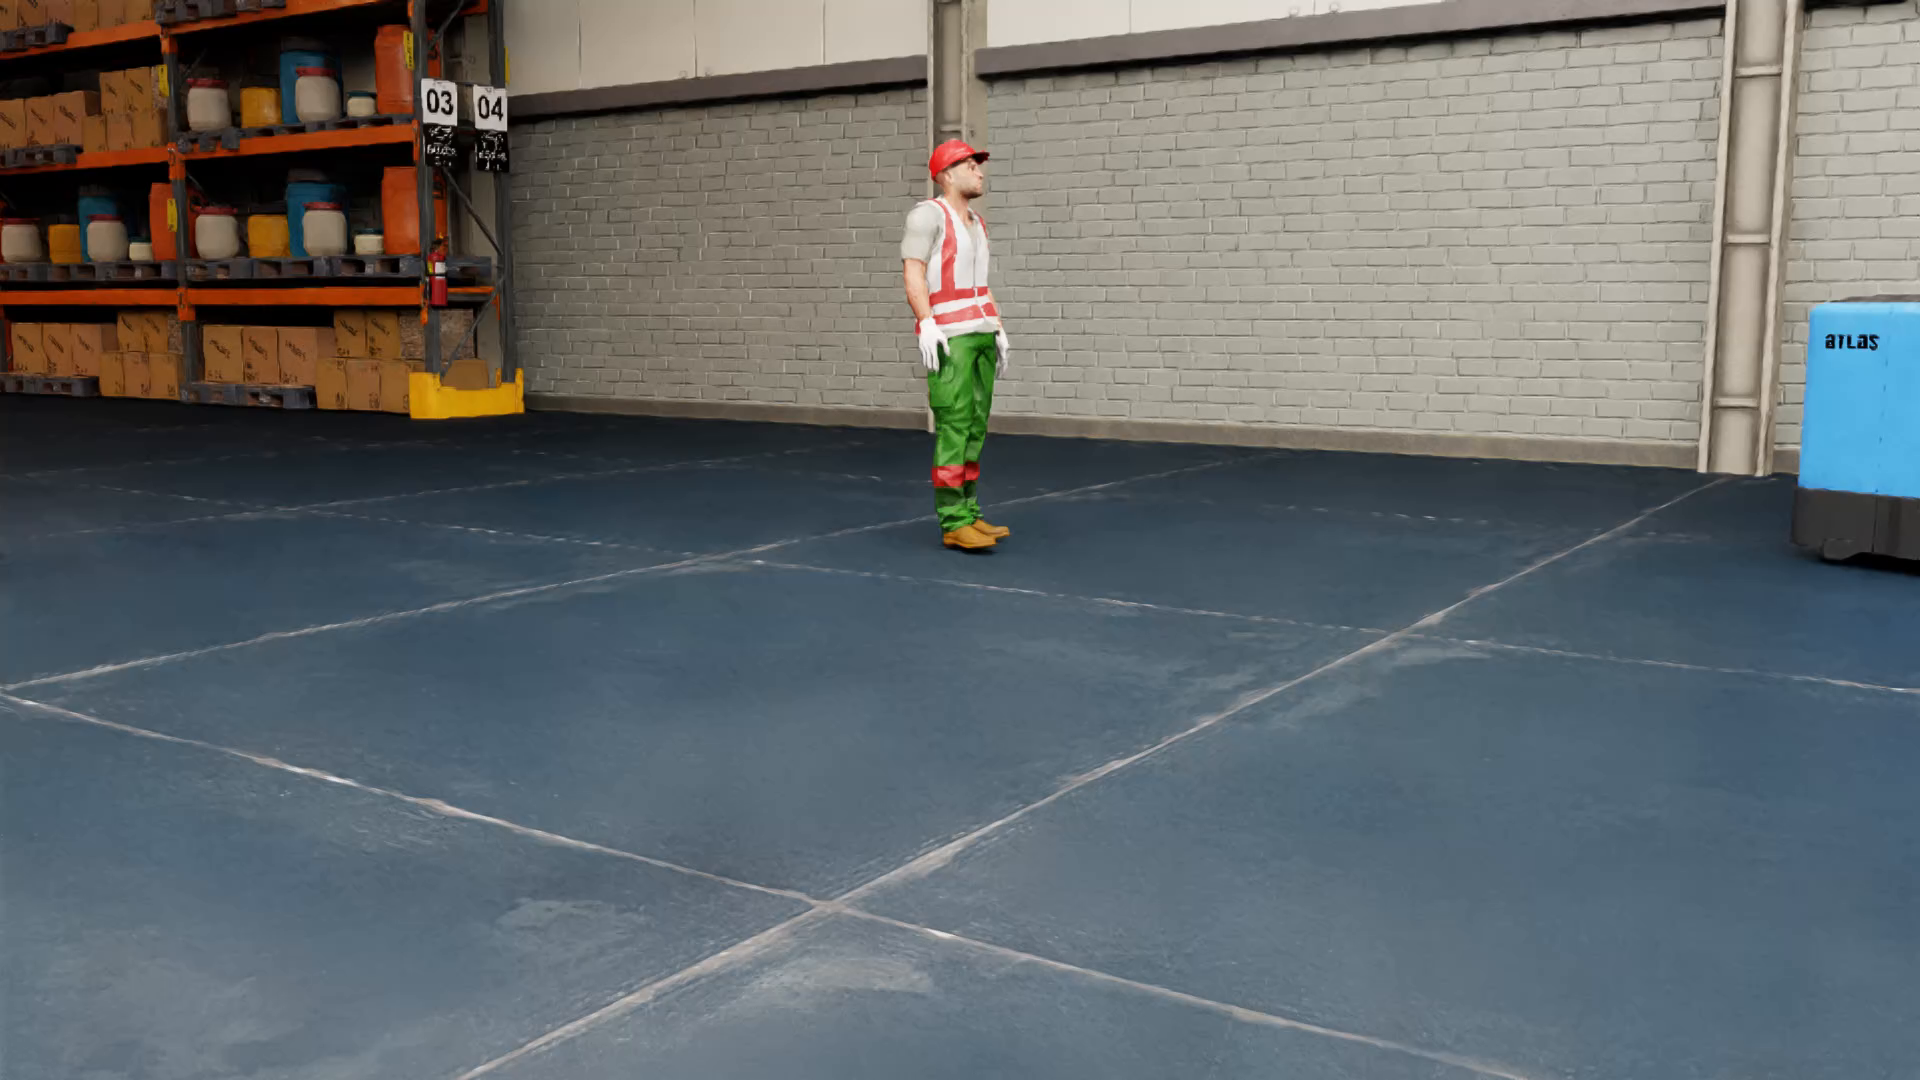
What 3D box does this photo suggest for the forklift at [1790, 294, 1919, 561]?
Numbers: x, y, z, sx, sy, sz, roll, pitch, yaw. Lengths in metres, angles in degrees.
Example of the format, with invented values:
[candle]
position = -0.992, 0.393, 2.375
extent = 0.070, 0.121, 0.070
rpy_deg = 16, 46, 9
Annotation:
[forklift]
position = 4.772, -1.239, 5.906
extent = 1.130, 2.935, 3.031
rpy_deg = -6, 10, -36

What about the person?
[person]
position = 0.061, -0.885, 7.423
extent = 0.563, 1.787, 0.637
rpy_deg = 5, 10, 34
